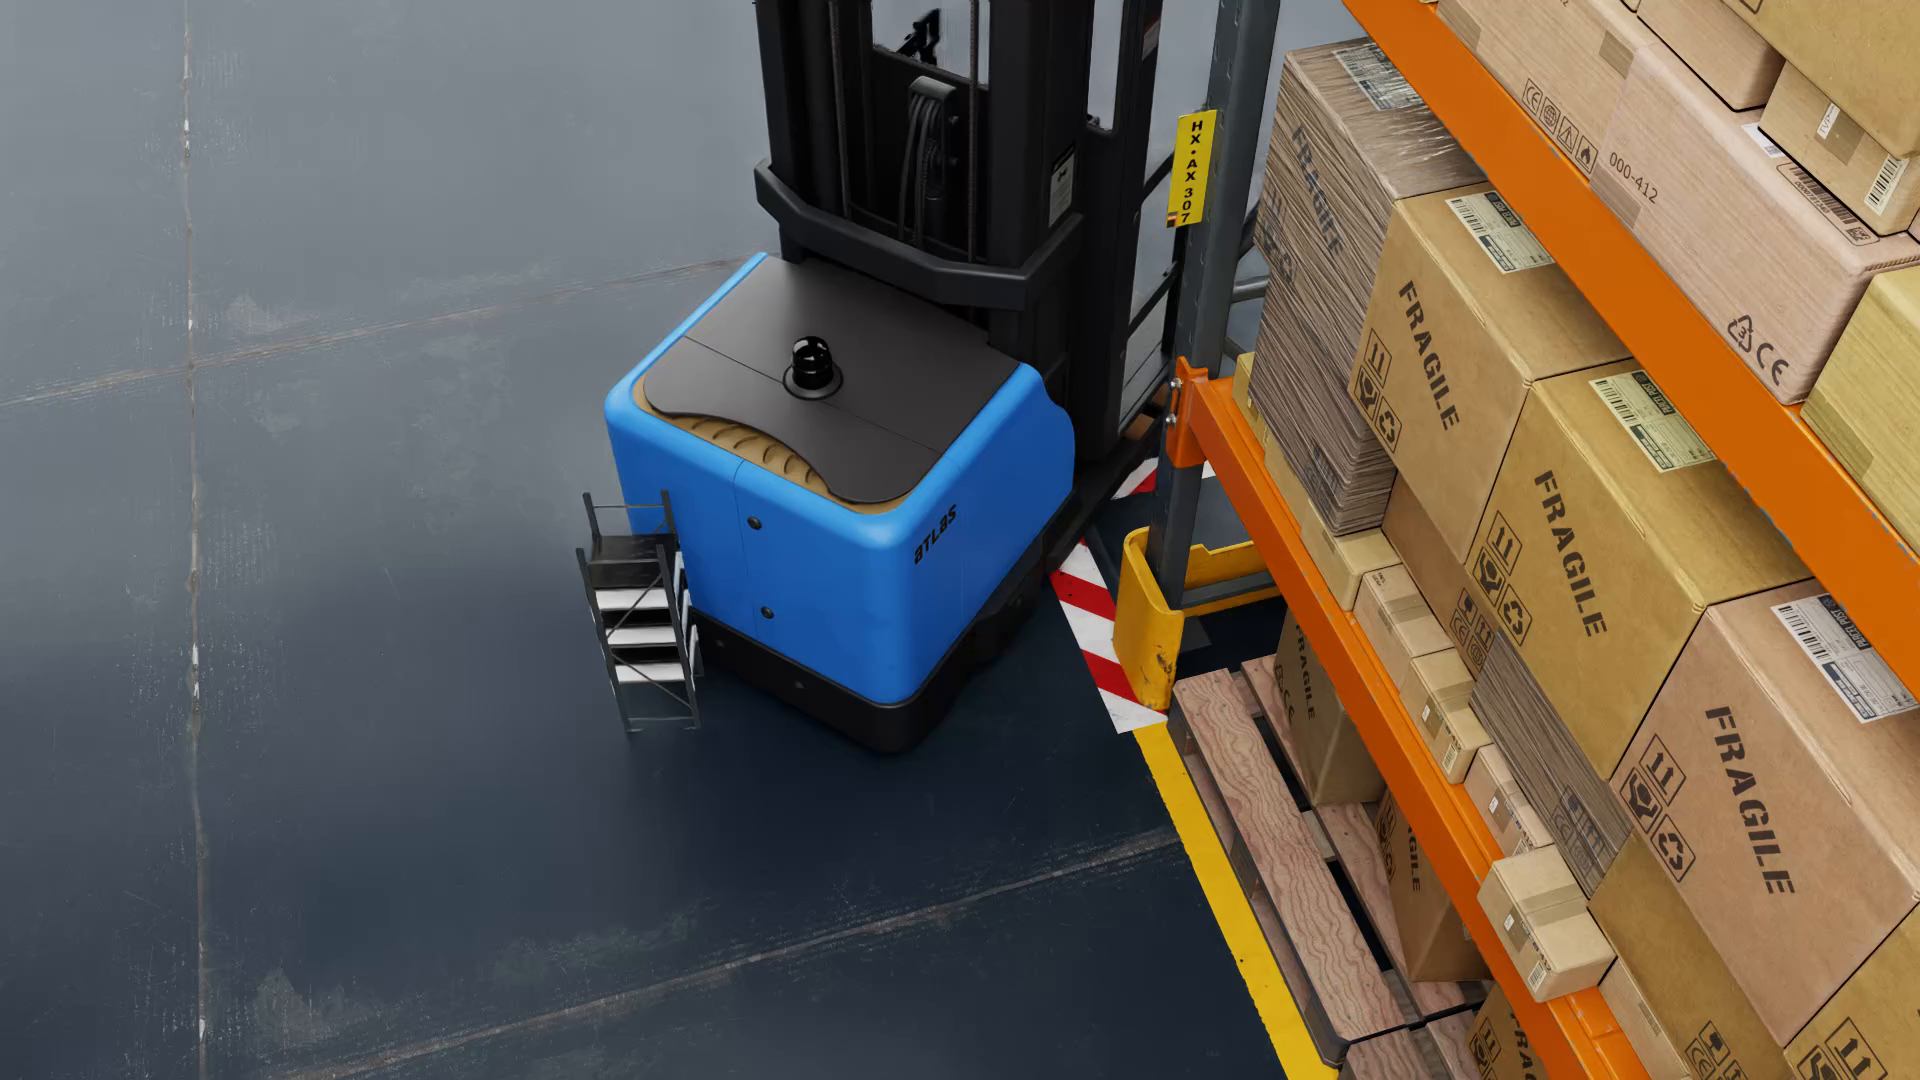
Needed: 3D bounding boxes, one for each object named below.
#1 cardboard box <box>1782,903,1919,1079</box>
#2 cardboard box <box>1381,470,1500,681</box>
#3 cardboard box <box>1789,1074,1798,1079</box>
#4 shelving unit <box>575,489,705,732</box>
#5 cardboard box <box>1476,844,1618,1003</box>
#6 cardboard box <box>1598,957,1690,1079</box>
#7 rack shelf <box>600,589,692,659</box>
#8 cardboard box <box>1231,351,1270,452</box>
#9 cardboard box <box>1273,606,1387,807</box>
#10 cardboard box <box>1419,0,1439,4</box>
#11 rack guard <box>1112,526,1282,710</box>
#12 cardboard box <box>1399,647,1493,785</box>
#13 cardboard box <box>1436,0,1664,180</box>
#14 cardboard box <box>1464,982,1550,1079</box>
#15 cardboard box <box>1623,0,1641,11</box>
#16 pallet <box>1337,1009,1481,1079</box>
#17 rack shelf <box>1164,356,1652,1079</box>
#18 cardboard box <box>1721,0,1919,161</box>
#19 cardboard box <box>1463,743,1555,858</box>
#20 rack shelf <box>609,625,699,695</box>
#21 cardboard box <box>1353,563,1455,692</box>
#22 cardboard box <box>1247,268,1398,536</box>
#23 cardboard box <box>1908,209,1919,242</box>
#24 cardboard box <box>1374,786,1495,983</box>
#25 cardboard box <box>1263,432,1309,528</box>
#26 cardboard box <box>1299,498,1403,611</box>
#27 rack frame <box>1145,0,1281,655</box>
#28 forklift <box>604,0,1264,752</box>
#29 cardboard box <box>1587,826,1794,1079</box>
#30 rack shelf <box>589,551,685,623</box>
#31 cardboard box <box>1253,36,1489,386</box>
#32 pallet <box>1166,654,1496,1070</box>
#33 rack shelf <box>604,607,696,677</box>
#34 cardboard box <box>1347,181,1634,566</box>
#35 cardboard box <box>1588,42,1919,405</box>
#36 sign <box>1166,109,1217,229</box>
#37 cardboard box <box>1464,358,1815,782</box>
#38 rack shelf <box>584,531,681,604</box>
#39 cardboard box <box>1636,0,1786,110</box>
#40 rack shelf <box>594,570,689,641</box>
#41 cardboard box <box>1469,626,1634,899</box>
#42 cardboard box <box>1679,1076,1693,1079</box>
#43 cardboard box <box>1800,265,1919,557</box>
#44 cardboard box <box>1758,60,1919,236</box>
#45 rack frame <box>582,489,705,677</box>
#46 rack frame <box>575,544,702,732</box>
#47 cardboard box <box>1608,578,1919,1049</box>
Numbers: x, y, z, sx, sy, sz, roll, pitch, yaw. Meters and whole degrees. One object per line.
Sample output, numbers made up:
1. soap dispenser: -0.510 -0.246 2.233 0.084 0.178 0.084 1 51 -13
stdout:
1. cardboard box: 1.562 0.749 2.242 0.500 0.500 0.500 -13 51 -11
2. cardboard box: 1.470 -0.107 3.618 0.875 0.500 0.500 -13 51 -11
3. cardboard box: 1.822 1.010 2.676 0.875 0.500 0.500 -13 51 -11
4. shelving unit: -0.939 0.231 4.966 0.258 0.900 0.210 -2 50 -2
5. cardboard box: 1.278 0.736 3.332 0.380 0.149 0.250 -13 51 -11
6. cardboard box: 1.479 0.888 3.204 0.380 0.149 0.250 -13 51 -11
7. rack shelf: -0.939 0.253 4.992 0.258 0.077 0.200 -2 50 -2
8. cardboard box: 0.928 -0.382 4.274 0.380 0.149 0.250 -13 51 -11
9. cardboard box: 1.240 0.405 4.807 0.500 0.500 0.500 -5 50 -4
10. cardboard box: 0.967 -1.233 2.964 0.500 0.250 0.500 -12 51 -10
11. rack guard: 1.093 0.136 5.308 1.175 0.500 0.348 -13 51 -11
12. cardboard box: 1.204 0.353 3.655 0.380 0.149 0.250 -13 51 -11
13. cardboard box: 1.125 -0.858 2.647 0.500 0.250 0.500 -14 51 -12
14. cardboard box: 1.616 1.296 4.056 0.500 0.500 0.500 -9 50 -8
15. cardboard box: 1.121 -0.936 2.452 0.380 0.149 0.250 -11 51 -10
16. pallet: 1.657 1.720 4.162 1.003 0.211 1.213 -13 51 -11
17. rack shelf: 1.662 0.968 3.443 1.077 0.370 4.000 -13 51 -11
18. cardboard box: 1.252 -0.836 1.944 0.500 0.500 0.500 -14 51 -11
19. cardboard box: 1.304 0.530 3.506 0.380 0.149 0.250 -13 51 -11
20. rack shelf: -0.939 0.369 5.130 0.258 0.077 0.200 -2 50 -2
21. cardboard box: 1.136 0.169 3.810 0.380 0.149 0.250 -13 51 -11
22. cardboard box: 1.207 -0.445 3.903 0.875 0.500 0.500 -13 51 -11
23. cardboard box: 1.402 -0.389 1.992 0.380 0.149 0.250 -14 51 -11
24. cardboard box: 1.449 0.834 4.445 0.500 0.500 0.500 -2 50 -1
25. cardboard box: 0.983 -0.195 4.117 0.380 0.149 0.250 -13 51 -11
26. cardboard box: 1.043 -0.009 3.960 0.380 0.149 0.250 -13 51 -11
27. rack frame: 1.071 -0.725 4.399 1.000 3.000 0.127 -13 51 -11
28. forklift: 0.175 -1.410 5.022 1.130 2.935 3.031 25 54 20
29. cardboard box: 1.713 0.636 2.992 0.875 0.500 0.500 -13 51 -11
30. rack shelf: -0.939 0.137 4.854 0.258 0.077 0.200 -2 50 -2
31. cardboard box: 0.973 -0.712 3.474 0.500 0.500 0.500 -13 51 -11
32. pallet: 1.300 0.831 4.912 1.003 0.211 1.213 -13 51 -11
33. rack shelf: -0.939 0.311 5.061 0.258 0.077 0.200 -2 50 -2
34. cardboard box: 1.114 -0.345 3.165 0.500 0.500 0.500 -13 51 -11
35. cardboard box: 1.268 -0.495 2.342 0.500 0.250 0.500 -13 51 -11
36. sign: 0.553 -0.881 3.965 0.100 0.325 0.005 -13 51 -11
37. cardboard box: 1.264 0.020 2.858 0.500 0.500 0.500 -13 51 -11
38. rack shelf: -0.939 0.079 4.785 0.258 0.077 0.200 -2 50 -2
39. cardboard box: 1.189 -0.757 2.302 0.380 0.149 0.250 -13 51 -11
40. rack shelf: -0.939 0.195 4.923 0.258 0.077 0.200 -2 50 -2
41. cardboard box: 1.576 0.268 3.302 0.875 0.500 0.500 -13 51 -11
42. cardboard box: 1.480 1.088 3.035 0.380 0.149 0.250 -13 51 -11
43. cardboard box: 1.426 -0.116 2.022 0.500 0.250 0.500 -12 51 -10
44. cardboard box: 1.284 -0.561 2.136 0.380 0.149 0.250 -15 52 -13
45. rack frame: -0.944 0.154 5.032 0.240 0.900 0.006 -2 50 -2
46. rack frame: -0.935 0.309 4.901 0.240 0.900 0.006 -2 50 -2
47. cardboard box: 1.417 0.384 2.551 0.500 0.500 0.500 -13 51 -11
